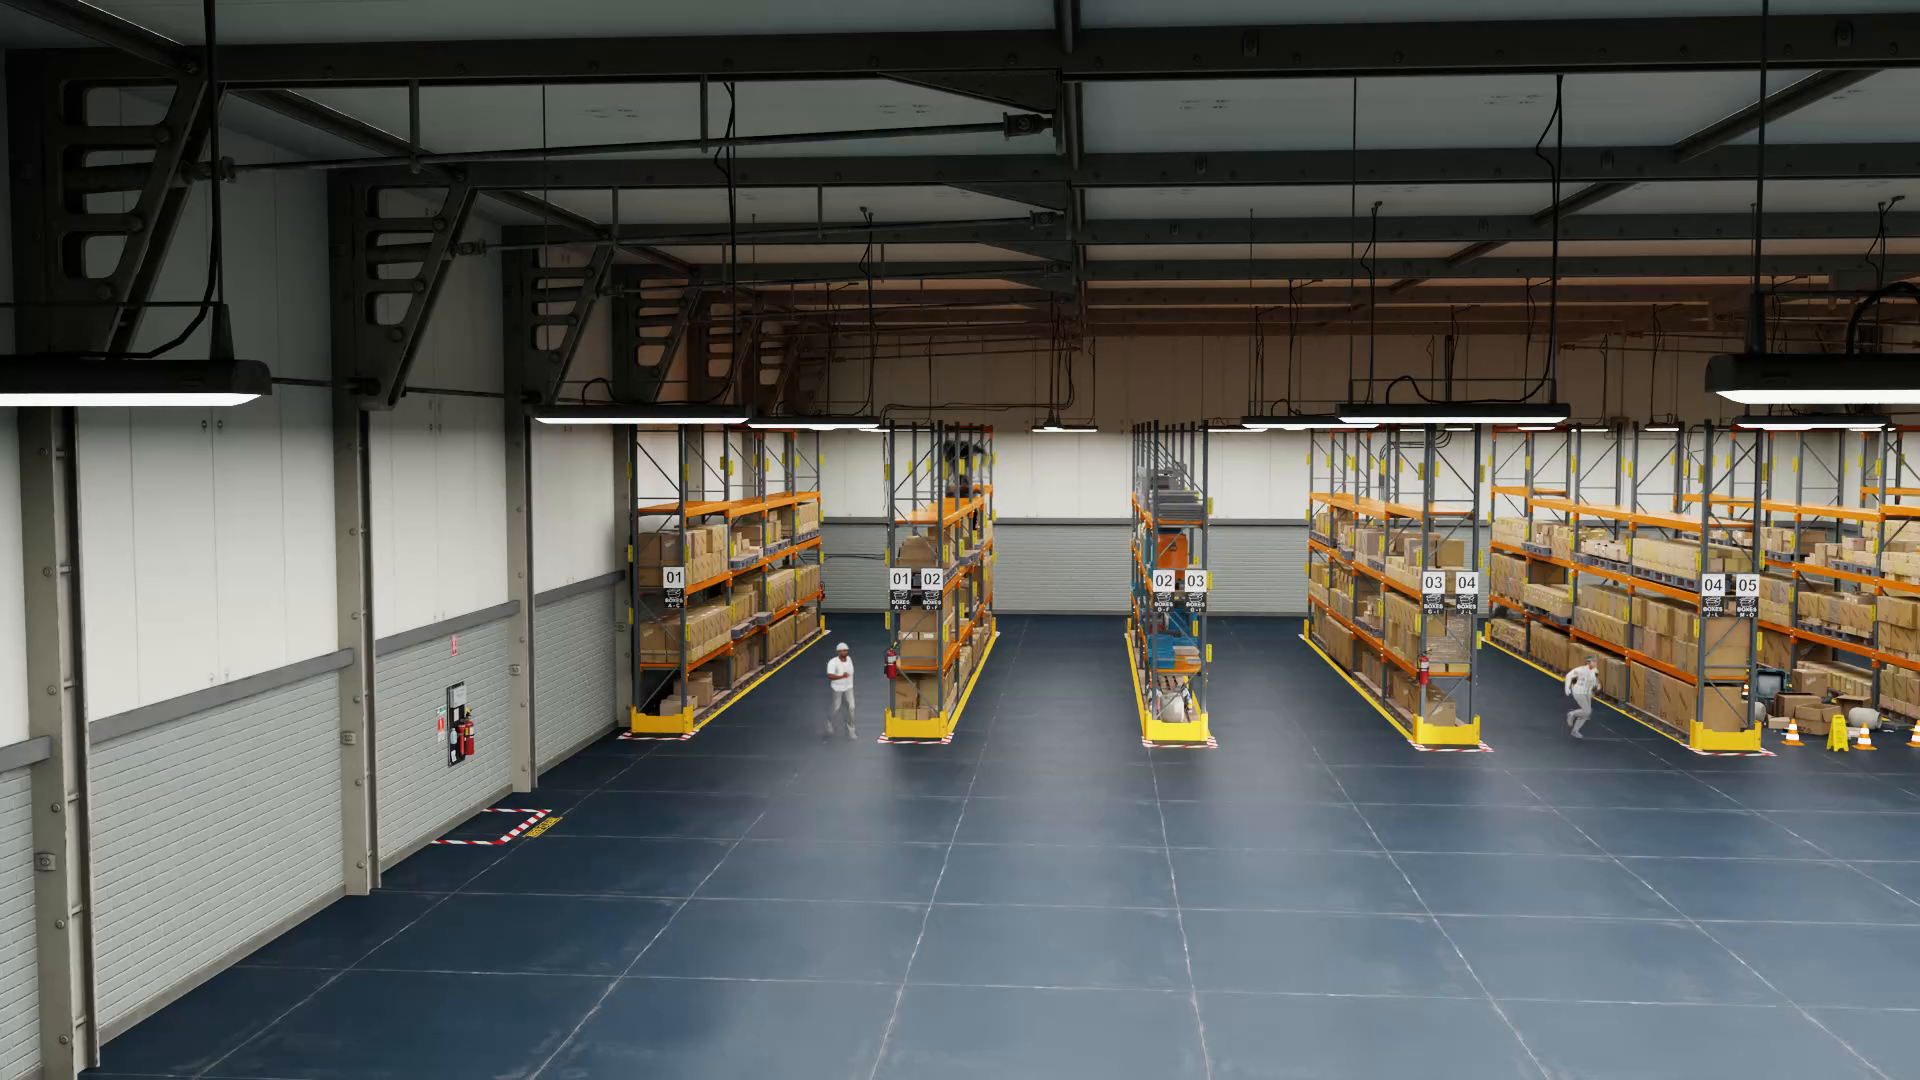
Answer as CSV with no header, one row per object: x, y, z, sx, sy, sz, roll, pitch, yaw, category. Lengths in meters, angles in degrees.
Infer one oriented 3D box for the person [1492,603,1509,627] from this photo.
15.502,1.941,47.523,0.735,1.631,0.733,1,4,15,person

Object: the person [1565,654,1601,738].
11.809,2.941,31.443,0.605,1.616,0.670,-2,4,-29,person

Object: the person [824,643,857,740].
-2.252,2.832,31.405,0.681,1.803,0.897,-3,5,-37,person
